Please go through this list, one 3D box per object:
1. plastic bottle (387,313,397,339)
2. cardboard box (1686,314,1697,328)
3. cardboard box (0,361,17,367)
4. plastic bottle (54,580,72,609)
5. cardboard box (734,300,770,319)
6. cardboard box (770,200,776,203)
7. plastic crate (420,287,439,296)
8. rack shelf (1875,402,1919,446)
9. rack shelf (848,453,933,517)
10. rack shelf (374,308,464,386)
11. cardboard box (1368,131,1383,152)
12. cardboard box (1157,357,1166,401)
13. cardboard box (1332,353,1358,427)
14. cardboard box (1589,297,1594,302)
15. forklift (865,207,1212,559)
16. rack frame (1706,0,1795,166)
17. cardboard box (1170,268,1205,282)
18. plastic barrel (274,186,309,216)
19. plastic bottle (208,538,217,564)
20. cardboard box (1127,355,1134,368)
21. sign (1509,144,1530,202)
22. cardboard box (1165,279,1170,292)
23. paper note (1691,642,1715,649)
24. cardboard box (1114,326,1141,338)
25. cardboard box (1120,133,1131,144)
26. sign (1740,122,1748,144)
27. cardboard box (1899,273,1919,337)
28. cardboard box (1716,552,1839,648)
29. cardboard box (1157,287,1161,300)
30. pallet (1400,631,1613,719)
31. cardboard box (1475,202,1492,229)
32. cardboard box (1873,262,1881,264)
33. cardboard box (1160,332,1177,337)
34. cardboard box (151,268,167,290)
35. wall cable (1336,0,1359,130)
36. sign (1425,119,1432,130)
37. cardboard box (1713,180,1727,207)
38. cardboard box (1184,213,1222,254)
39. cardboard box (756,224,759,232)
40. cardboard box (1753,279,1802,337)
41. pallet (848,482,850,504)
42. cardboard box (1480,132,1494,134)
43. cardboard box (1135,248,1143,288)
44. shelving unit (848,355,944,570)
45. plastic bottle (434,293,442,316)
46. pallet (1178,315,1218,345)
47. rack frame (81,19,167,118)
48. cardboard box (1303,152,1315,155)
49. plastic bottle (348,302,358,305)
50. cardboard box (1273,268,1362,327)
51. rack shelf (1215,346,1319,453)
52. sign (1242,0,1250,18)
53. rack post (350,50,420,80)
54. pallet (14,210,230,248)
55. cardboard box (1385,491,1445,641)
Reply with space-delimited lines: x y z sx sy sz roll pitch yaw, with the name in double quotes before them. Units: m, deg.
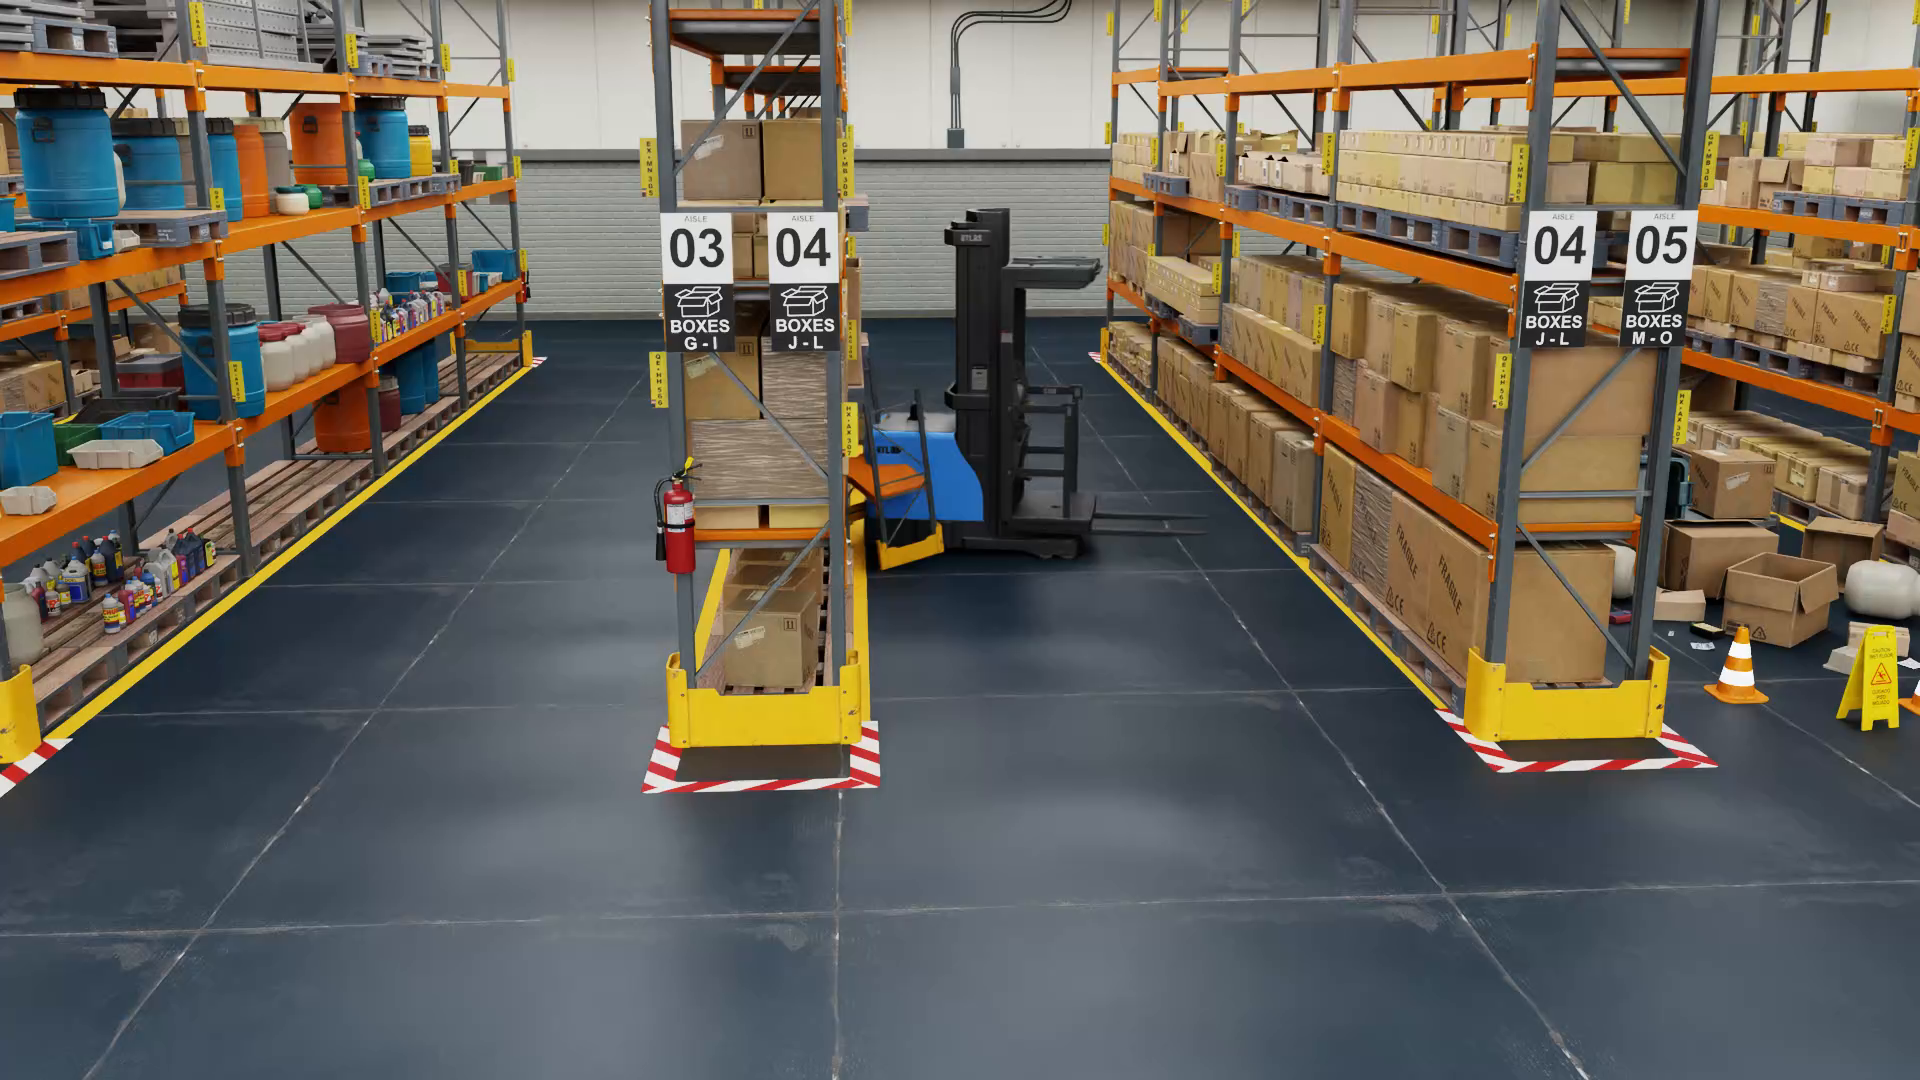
"plastic bottle" -6.342 -2.396 18.553 0.061 0.283 0.133 -1 14 -3
"cardboard box" 8.037 -2.361 17.844 0.380 0.149 0.250 -2 15 -7
"cardboard box" -12.037 -1.931 20.646 0.500 0.500 0.500 -2 15 -6
"plastic bottle" -6.581 0.397 12.197 0.097 0.201 0.097 0 14 0
"cardboard box" -1.562 -1.403 11.656 0.500 0.500 0.500 -1 14 -3
"cardboard box" -1.088 -2.251 11.236 0.380 0.149 0.250 -1 14 -4
"plastic crate" -7.217 -3.298 22.257 0.437 0.125 0.590 -1 14 -3
"rack shelf" 8.574 -0.522 12.480 1.077 0.370 4.000 -1 14 -3
"rack shelf" -0.677 -0.520 14.318 0.538 0.185 1.000 -17 27 -20
"rack shelf" -6.756 -2.282 19.321 1.077 0.370 4.000 -1 14 -3
"cardboard box" 3.248 -2.950 12.314 0.380 0.149 0.250 -1 14 -4
"cardboard box" 2.801 -2.061 21.191 0.500 0.500 0.500 0 14 -1
"cardboard box" 3.551 -1.248 13.555 0.875 0.550 0.550 -1 14 -3
"cardboard box" 7.799 -3.033 20.090 0.500 0.250 0.500 -1 14 -5
"forklift" 0.719 -1.392 14.556 3.031 2.935 1.130 2 15 7
"rack frame" 8.202 -5.268 17.443 1.000 3.000 0.127 -1 14 -3
"cardboard box" 2.687 -3.132 19.648 0.380 0.149 0.250 0 14 -2
"plastic barrel" -6.320 -3.206 15.727 0.301 0.262 0.301 0 14 0
"plastic bottle" -6.051 0.089 13.394 0.097 0.201 0.097 0 14 0
"cardboard box" 2.595 -2.554 23.811 0.380 0.149 0.250 -1 14 -3
"sign" 3.221 -2.110 9.569 0.100 0.325 0.005 -1 14 -3
"cardboard box" 2.672 -3.051 19.927 0.380 0.149 0.250 -1 14 -4
"paper note" 5.364 0.761 12.010 0.144 0.017 0.142 4 15 16
"cardboard box" 2.491 -3.095 24.720 0.380 0.149 0.250 -1 14 -4
"cardboard box" 2.521 -5.789 23.985 0.380 0.149 0.250 -1 14 -3
"sign" 12.119 -6.298 25.709 0.100 0.325 0.005 -1 14 -3
"cardboard box" 8.261 -1.932 13.711 0.700 0.500 0.500 -1 14 -4
"cardboard box" 6.062 0.438 12.314 0.797 0.503 0.637 -13 20 -42
"cardboard box" 2.635 -3.039 20.480 0.380 0.149 0.250 -1 14 -3
"pallet" 3.636 0.881 11.178 1.003 0.211 1.213 -1 14 -3
"cardboard box" 3.390 -1.995 10.200 0.380 0.149 0.250 -1 14 -3
"cardboard box" 13.109 -3.759 23.319 0.500 0.250 0.500 -1 14 -4
"cardboard box" 3.090 -2.910 24.000 0.380 0.149 0.250 -1 14 -5
"cardboard box" -11.737 -3.860 23.807 0.500 0.500 0.500 -1 14 -3
"wall cable" 7.073 -8.668 30.657 0.463 3.000 0.029 -1 14 -3
"sign" 7.152 -6.260 25.403 0.100 0.325 0.005 -1 14 -3
"cardboard box" 8.068 -3.606 17.272 0.396 0.266 0.258 -1 14 -3
"cardboard box" 3.235 -4.049 21.939 0.500 0.500 0.500 -1 14 -2
"cardboard box" -1.510 -1.840 10.441 0.500 0.250 0.500 -1 14 -3
"cardboard box" 8.101 -2.257 16.139 0.500 0.500 0.500 -1 14 -6
"pallet" -1.569 -0.362 16.011 1.003 0.211 1.213 -1 14 -3
"cardboard box" 3.934 -2.836 11.868 0.380 0.149 0.250 -1 14 -4
"cardboard box" 2.677 -3.694 22.565 0.500 0.500 0.500 -1 14 -5
"shelving unit" -0.700 -0.684 14.248 0.587 1.500 1.083 -17 27 -20
"plastic bottle" -6.473 -2.922 20.597 0.061 0.283 0.133 -1 14 -3
"pallet" 3.118 -2.344 18.502 1.213 0.211 1.003 -1 14 -3
"rack frame" -12.072 -6.953 23.990 1.000 3.000 0.127 -1 14 -3
"cardboard box" 3.632 -3.667 16.376 0.500 0.311 0.500 -1 14 -3
"plastic bottle" -7.160 -2.659 19.591 0.152 0.276 0.135 -1 14 -3
"cardboard box" 3.385 -2.302 15.745 0.700 0.500 0.500 -1 14 -4
"rack shelf" 3.392 -1.416 15.952 1.077 0.370 4.000 -1 14 -3
"sign" 3.574 -6.701 20.817 0.100 0.325 0.005 -1 14 -3
"rack post" -6.627 -5.290 18.531 0.937 0.300 0.954 1 14 3
"pallet" -6.242 -2.322 12.390 1.213 0.211 1.003 -1 14 -3
"cardboard box" 3.599 0.167 11.777 0.875 0.875 0.875 -1 14 -4
